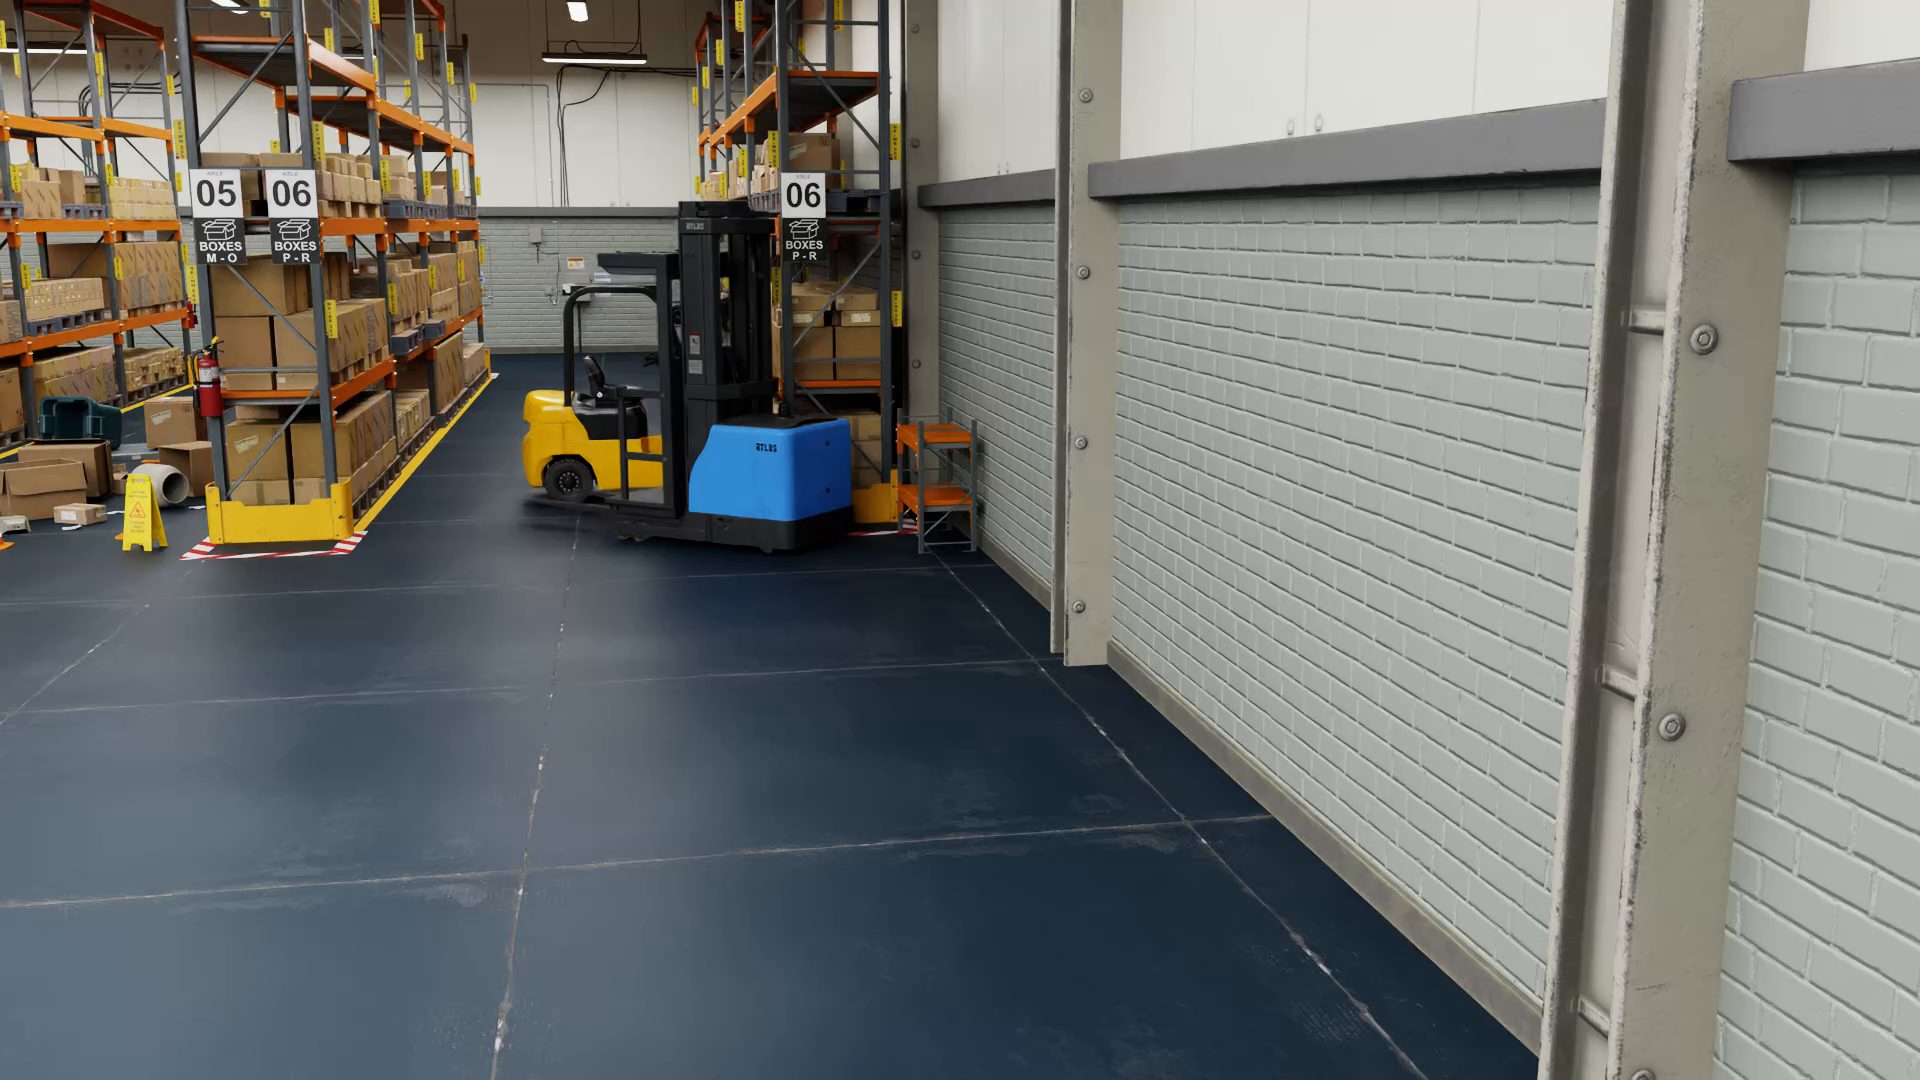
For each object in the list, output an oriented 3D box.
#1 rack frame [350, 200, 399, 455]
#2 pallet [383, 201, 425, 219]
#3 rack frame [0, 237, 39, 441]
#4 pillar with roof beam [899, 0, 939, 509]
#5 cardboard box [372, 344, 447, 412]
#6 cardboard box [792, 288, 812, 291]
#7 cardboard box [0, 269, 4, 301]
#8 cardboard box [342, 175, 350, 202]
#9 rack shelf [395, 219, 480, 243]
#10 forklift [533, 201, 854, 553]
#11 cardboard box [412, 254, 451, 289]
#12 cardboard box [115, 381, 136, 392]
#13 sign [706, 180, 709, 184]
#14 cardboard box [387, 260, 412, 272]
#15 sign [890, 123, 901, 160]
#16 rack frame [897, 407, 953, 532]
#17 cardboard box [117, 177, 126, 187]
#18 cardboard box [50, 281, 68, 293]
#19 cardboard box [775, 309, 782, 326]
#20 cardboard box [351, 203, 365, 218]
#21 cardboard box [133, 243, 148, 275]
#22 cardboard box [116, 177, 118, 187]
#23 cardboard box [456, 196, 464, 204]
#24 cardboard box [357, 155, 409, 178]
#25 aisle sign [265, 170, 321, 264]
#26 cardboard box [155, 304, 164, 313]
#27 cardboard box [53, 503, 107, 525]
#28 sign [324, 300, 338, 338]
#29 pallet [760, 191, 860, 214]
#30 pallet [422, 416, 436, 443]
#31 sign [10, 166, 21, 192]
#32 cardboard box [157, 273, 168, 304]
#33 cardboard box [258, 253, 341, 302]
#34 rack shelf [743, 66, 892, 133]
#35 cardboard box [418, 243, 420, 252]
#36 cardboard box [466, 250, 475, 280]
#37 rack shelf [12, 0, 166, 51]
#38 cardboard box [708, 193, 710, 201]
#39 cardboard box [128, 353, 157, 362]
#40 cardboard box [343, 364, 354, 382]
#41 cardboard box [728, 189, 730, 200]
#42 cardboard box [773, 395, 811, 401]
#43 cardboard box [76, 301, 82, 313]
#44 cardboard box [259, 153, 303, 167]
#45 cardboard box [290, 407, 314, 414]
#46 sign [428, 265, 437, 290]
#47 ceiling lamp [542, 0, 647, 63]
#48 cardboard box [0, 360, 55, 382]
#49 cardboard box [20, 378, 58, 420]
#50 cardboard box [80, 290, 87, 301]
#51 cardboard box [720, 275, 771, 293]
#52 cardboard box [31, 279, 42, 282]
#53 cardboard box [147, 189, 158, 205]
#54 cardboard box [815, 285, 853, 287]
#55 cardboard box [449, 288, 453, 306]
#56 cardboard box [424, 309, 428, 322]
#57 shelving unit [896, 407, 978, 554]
[{"bbox_3d":[-6.782,-2.210,18.286,1.000,3.000,0.127,-2,11,-11],"label":"rack frame"},{"bbox_3d":[-7.002,-3.899,19.637,1.213,0.211,1.003,-2,11,-11],"label":"pallet"},{"bbox_3d":[-12.395,-2.745,21.097,1.000,3.000,0.127,-2,11,-11],"label":"rack frame"},{"bbox_3d":[-4.610,-4.609,14.843,9.100,9.000,0.400,-2,11,-11],"label":"pillar with roof beam"},{"bbox_3d":[-7.612,-2.236,22.981,0.875,0.875,0.875,-2,11,-12],"label":"cardboard box"},{"bbox_3d":[-1.716,-2.511,17.067,0.380,0.149,0.250,-2,11,-10],"label":"cardboard box"},{"bbox_3d":[-12.318,-3.203,20.560,0.700,0.500,0.500,-2,11,-11],"label":"cardboard box"},{"bbox_3d":[-6.053,-3.311,15.653,0.500,0.250,0.500,-2,11,-9],"label":"cardboard box"},{"bbox_3d":[-8.727,-5.164,27.709,1.077,0.370,4.000,-2,11,-11],"label":"rack shelf"},{"bbox_3d":[-2.480,-1.504,14.760,3.031,2.935,1.130,6,12,29],"label":"forklift"},{"bbox_3d":[-7.817,-3.957,24.520,0.500,0.500,0.500,-2,11,-9],"label":"cardboard box"},{"bbox_3d":[-12.929,-2.363,25.591,0.380,0.149,0.250,-3,11,-13],"label":"cardboard box"},{"bbox_3d":[-4.000,-5.565,26.507,0.100,0.325,0.005,-2,11,-11],"label":"sign"},{"bbox_3d":[-6.965,-3.374,20.481,0.380,0.149,0.250,-3,11,-14],"label":"cardboard box"},{"bbox_3d":[-0.590,-3.619,15.114,0.100,0.325,0.005,-2,11,-11],"label":"sign"},{"bbox_3d":[-0.316,-0.636,15.027,0.500,1.125,0.032,-2,11,-12],"label":"rack frame"},{"bbox_3d":[-13.123,-5.527,25.686,0.380,0.149,0.250,-2,11,-13],"label":"cardboard box"},{"bbox_3d":[-12.597,-3.499,23.015,0.380,0.149,0.250,-2,11,-12],"label":"cardboard box"},{"bbox_3d":[-1.557,-2.125,15.834,0.380,0.149,0.250,-2,11,-10],"label":"cardboard box"},{"bbox_3d":[-6.235,-3.324,16.789,0.380,0.149,0.250,-2,11,-9],"label":"cardboard box"},{"bbox_3d":[-13.206,-4.445,26.290,0.500,0.500,0.500,-2,11,-10],"label":"cardboard box"},{"bbox_3d":[-13.117,-5.477,25.427,0.380,0.149,0.250,-2,11,-12],"label":"cardboard box"},{"bbox_3d":[-8.780,-5.863,28.738,0.380,0.149,0.250,-3,11,-15],"label":"cardboard box"},{"bbox_3d":[-6.609,-4.275,19.051,0.500,0.250,0.500,-2,11,-12],"label":"cardboard box"},{"bbox_3d":[-5.688,-2.753,14.188,0.394,0.787,0.004,-2,11,-11],"label":"aisle sign"},{"bbox_3d":[-13.441,-3.852,27.583,0.380,0.149,0.250,-3,11,-14],"label":"cardboard box"},{"bbox_3d":[-8.240,-0.243,15.574,0.380,0.149,0.250,4,11,18],"label":"cardboard box"},{"bbox_3d":[-5.471,-1.921,14.454,0.100,0.325,0.005,-2,11,-11],"label":"sign"},{"bbox_3d":[-1.488,-3.443,16.975,1.003,0.211,1.213,-2,11,-11],"label":"pallet"},{"bbox_3d":[-7.409,-1.430,21.648,1.003,0.211,1.213,-2,11,-11],"label":"pallet"},{"bbox_3d":[-11.849,-4.530,20.859,0.100,0.325,0.005,-2,11,-11],"label":"sign"},{"bbox_3d":[-13.408,-4.147,27.401,0.500,0.500,0.500,-2,11,-11],"label":"cardboard box"},{"bbox_3d":[-6.831,-2.713,17.193,0.700,0.500,0.500,-2,11,-11],"label":"cardboard box"},{"bbox_3d":[-1.524,-4.422,16.854,1.077,0.370,4.000,-2,11,-11],"label":"rack shelf"},{"bbox_3d":[-8.654,-4.634,26.342,0.380,0.149,0.250,-2,11,-10],"label":"cardboard box"},{"bbox_3d":[-8.565,-4.686,28.352,0.500,0.500,0.500,-2,11,-11],"label":"cardboard box"},{"bbox_3d":[-13.562,-8.072,26.074,1.077,0.370,4.000,-2,11,-11],"label":"rack shelf"},{"bbox_3d":[-3.674,-5.254,25.536,0.380,0.149,0.250,-2,11,-10],"label":"cardboard box"},{"bbox_3d":[-13.395,-2.982,27.252,0.380,0.149,0.250,-3,11,-13],"label":"cardboard box"},{"bbox_3d":[-5.906,-1.568,15.587,0.380,0.149,0.250,-2,11,-10],"label":"cardboard box"},{"bbox_3d":[-2.922,-4.664,22.391,0.380,0.166,0.250,-2,11,-11],"label":"cardboard box"},{"bbox_3d":[-1.835,-1.356,17.357,0.500,0.250,0.500,-2,11,-12],"label":"cardboard box"},{"bbox_3d":[-12.696,-3.306,23.592,0.380,0.149,0.250,-3,11,-13],"label":"cardboard box"},{"bbox_3d":[-5.873,-3.291,14.481,0.380,0.149,0.250,-2,11,-11],"label":"cardboard box"},{"bbox_3d":[-6.611,-1.026,16.291,0.500,0.500,0.500,-2,11,-12],"label":"cardboard box"},{"bbox_3d":[-7.029,-3.495,22.152,0.100,0.325,0.005,-2,11,-11],"label":"sign"},{"bbox_3d":[-7.052,-10.814,31.832,2.000,3.185,0.800,-2,11,-11],"label":"ceiling lamp"},{"bbox_3d":[-12.292,-2.227,21.932,0.500,0.250,0.500,-3,11,-14],"label":"cardboard box"},{"bbox_3d":[-12.283,-1.863,22.022,0.500,0.500,0.500,-3,11,-13],"label":"cardboard box"},{"bbox_3d":[-12.747,-3.498,23.806,0.380,0.149,0.250,-2,11,-13],"label":"cardboard box"},{"bbox_3d":[-3.190,-3.675,24.581,0.797,0.503,0.637,-2,11,-12],"label":"cardboard box"},{"bbox_3d":[-13.441,-3.667,23.898,0.380,0.149,0.250,-2,11,-11],"label":"cardboard box"},{"bbox_3d":[-13.415,-5.595,27.111,0.500,0.250,0.500,-2,11,-10],"label":"cardboard box"},{"bbox_3d":[-1.338,-2.622,17.650,0.380,0.149,0.250,-2,11,-12],"label":"cardboard box"},{"bbox_3d":[-7.802,-3.591,24.605,0.500,0.250,0.500,-2,11,-10],"label":"cardboard box"},{"bbox_3d":[-7.049,-2.884,21.375,0.380,0.149,0.250,-2,11,-11],"label":"cardboard box"},{"bbox_3d":[-0.210,-0.543,14.538,0.538,1.125,1.048,-2,11,-12],"label":"shelving unit"}]
